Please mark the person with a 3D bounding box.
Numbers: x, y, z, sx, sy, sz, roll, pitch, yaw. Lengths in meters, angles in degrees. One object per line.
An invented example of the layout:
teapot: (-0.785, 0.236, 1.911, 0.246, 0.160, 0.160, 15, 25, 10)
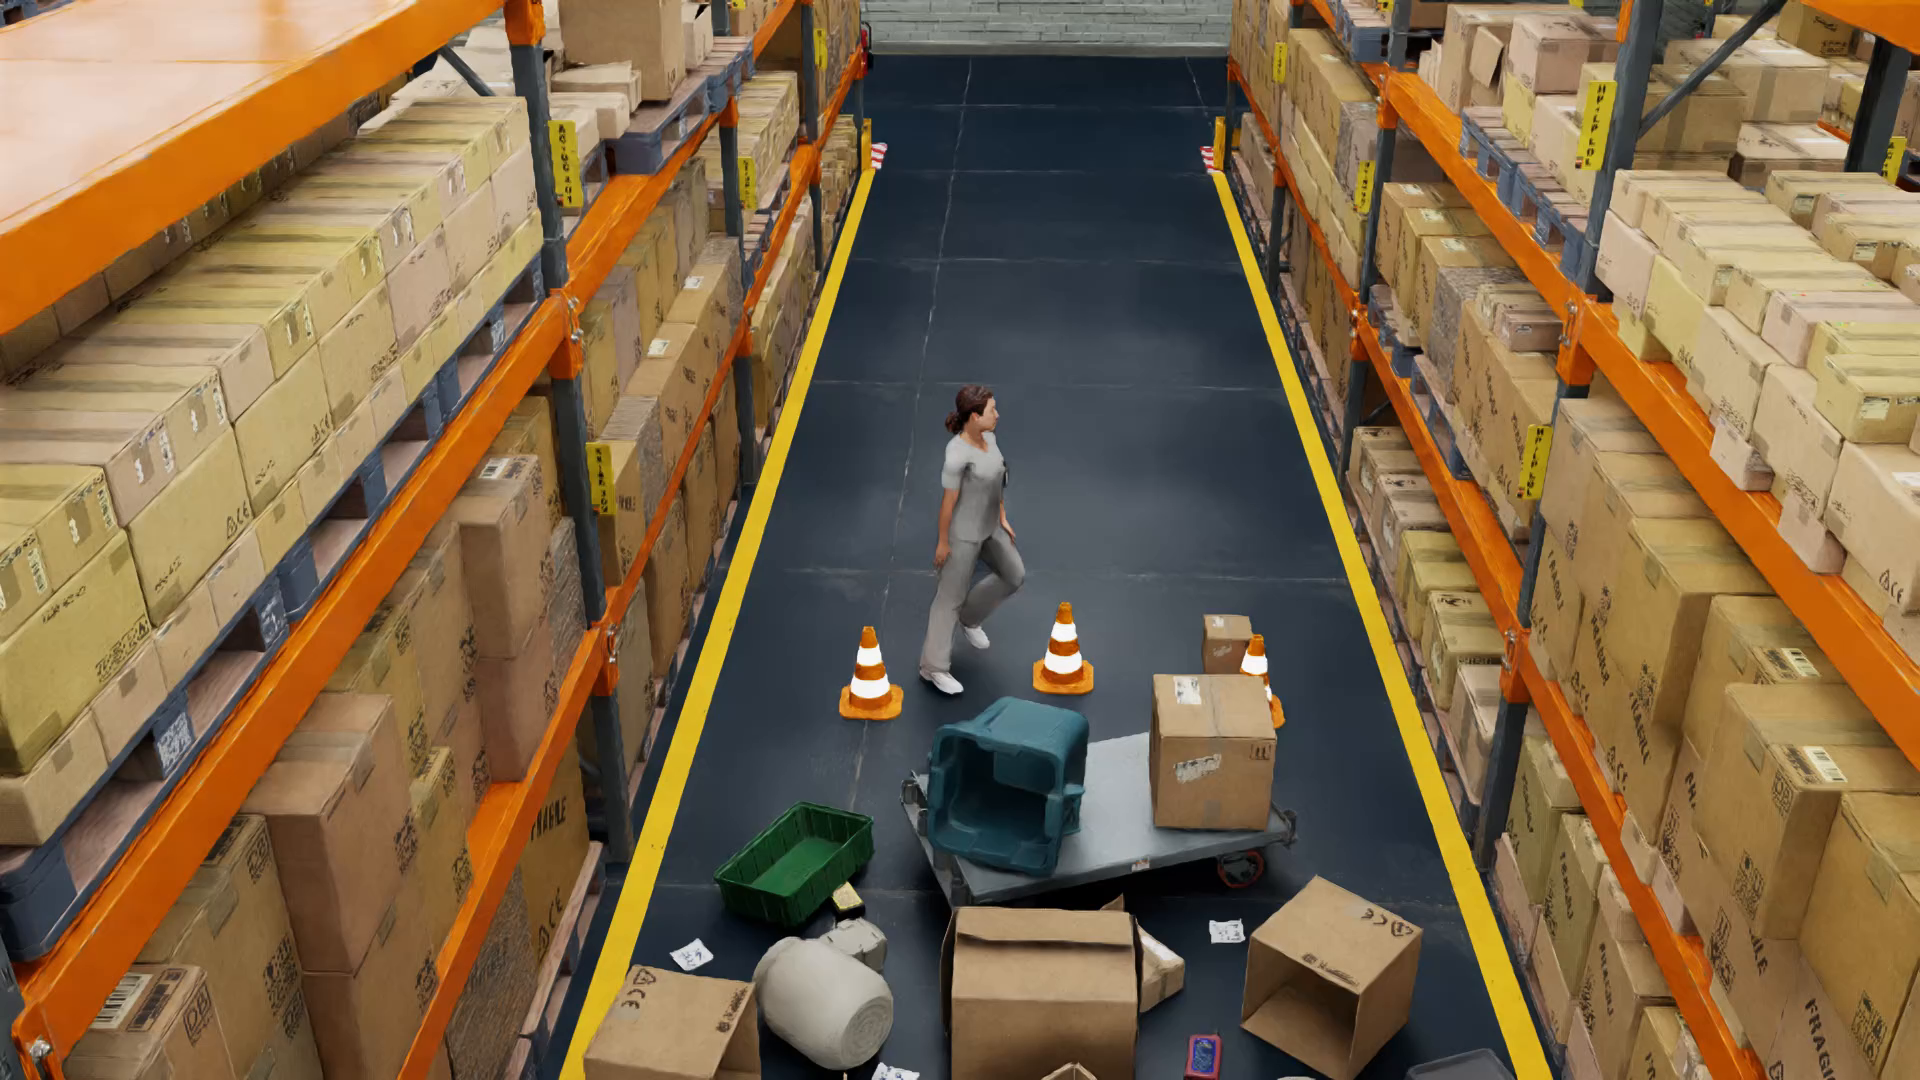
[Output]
person: (0.044, -0.016, 8.870, 0.464, 1.651, 0.588, 14, 31, 24)
